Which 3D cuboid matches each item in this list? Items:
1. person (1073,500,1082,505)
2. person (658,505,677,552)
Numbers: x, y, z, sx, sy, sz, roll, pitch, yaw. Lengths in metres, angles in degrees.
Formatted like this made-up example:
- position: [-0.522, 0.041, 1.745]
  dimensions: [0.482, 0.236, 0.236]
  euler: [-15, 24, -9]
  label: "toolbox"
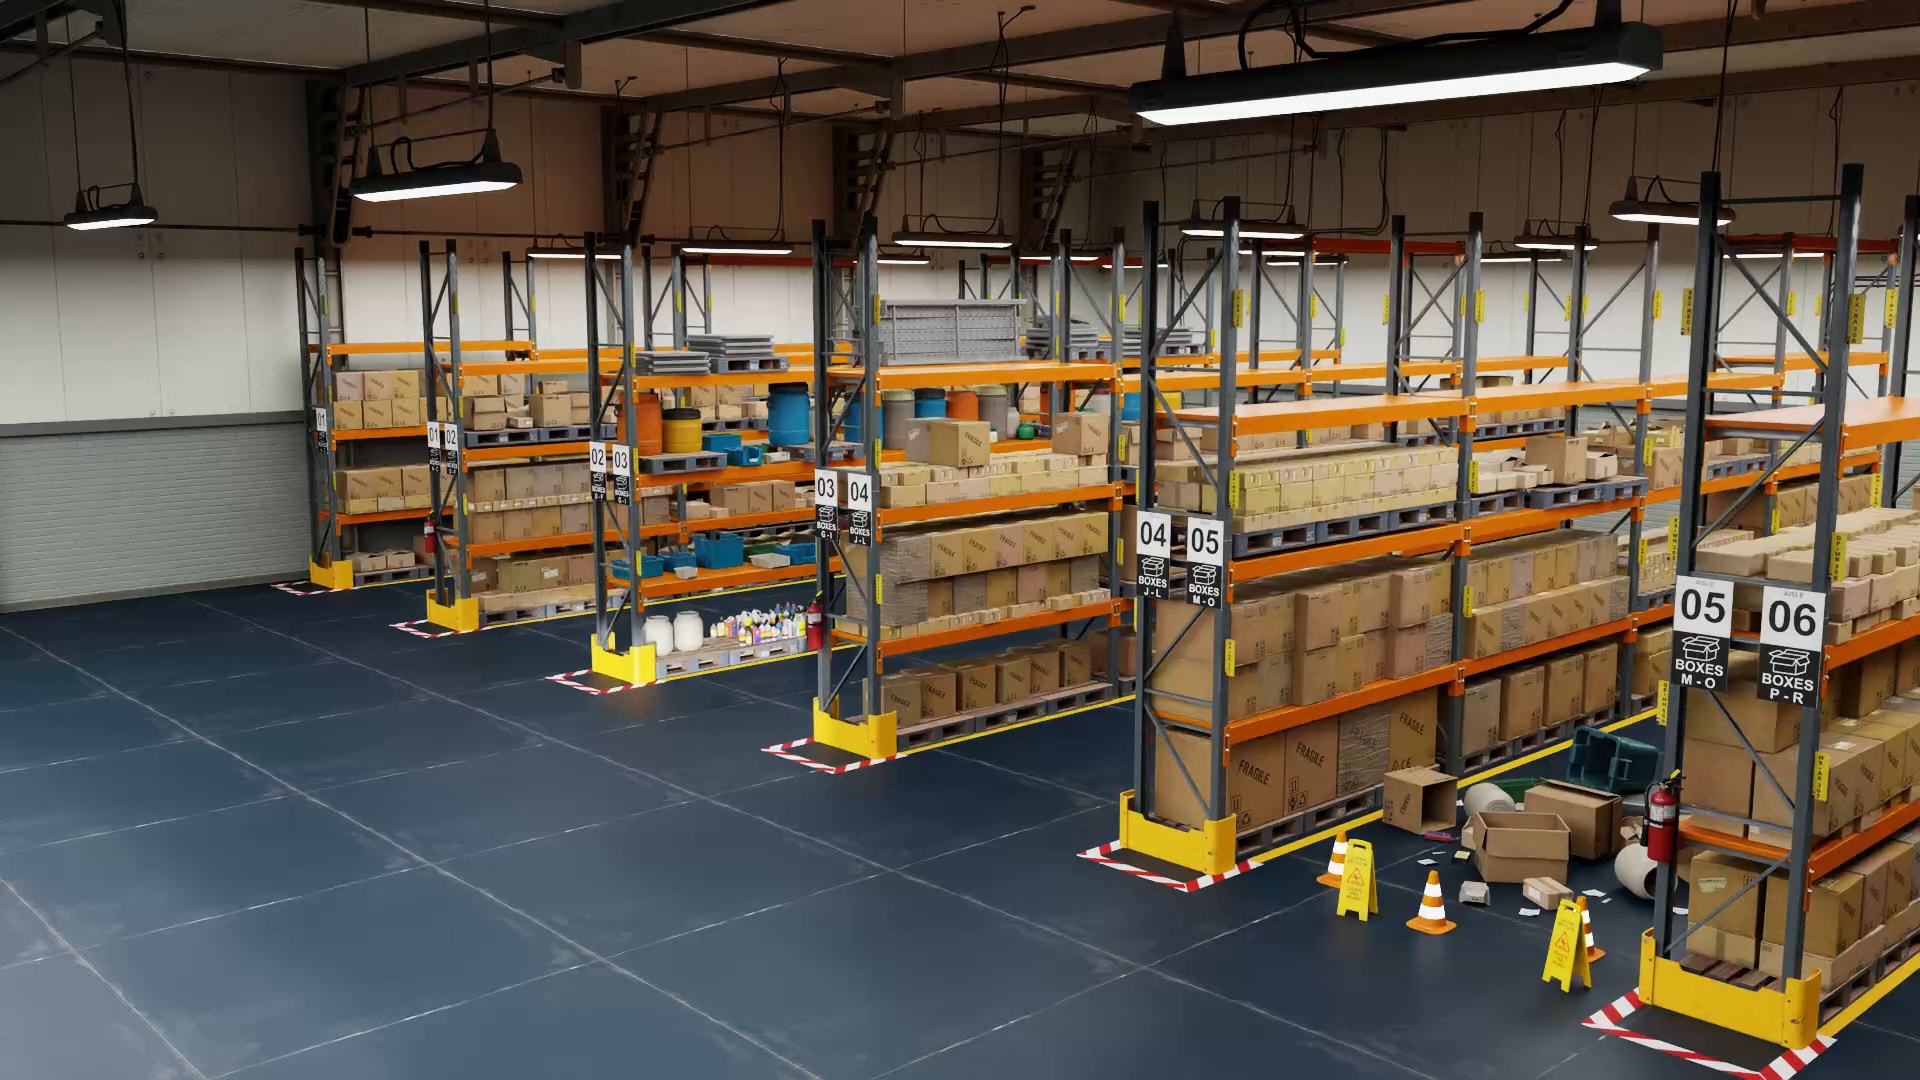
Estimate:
- position: [3.038, -1.417, 39.211]
  dimensions: [0.770, 1.675, 0.560]
  euler: [-5, 10, -33]
  label: "person"
- position: [-5.477, -0.149, 30.833]
  dimensions: [0.682, 1.676, 0.742]
  euler: [3, 9, 21]
  label: "person"
